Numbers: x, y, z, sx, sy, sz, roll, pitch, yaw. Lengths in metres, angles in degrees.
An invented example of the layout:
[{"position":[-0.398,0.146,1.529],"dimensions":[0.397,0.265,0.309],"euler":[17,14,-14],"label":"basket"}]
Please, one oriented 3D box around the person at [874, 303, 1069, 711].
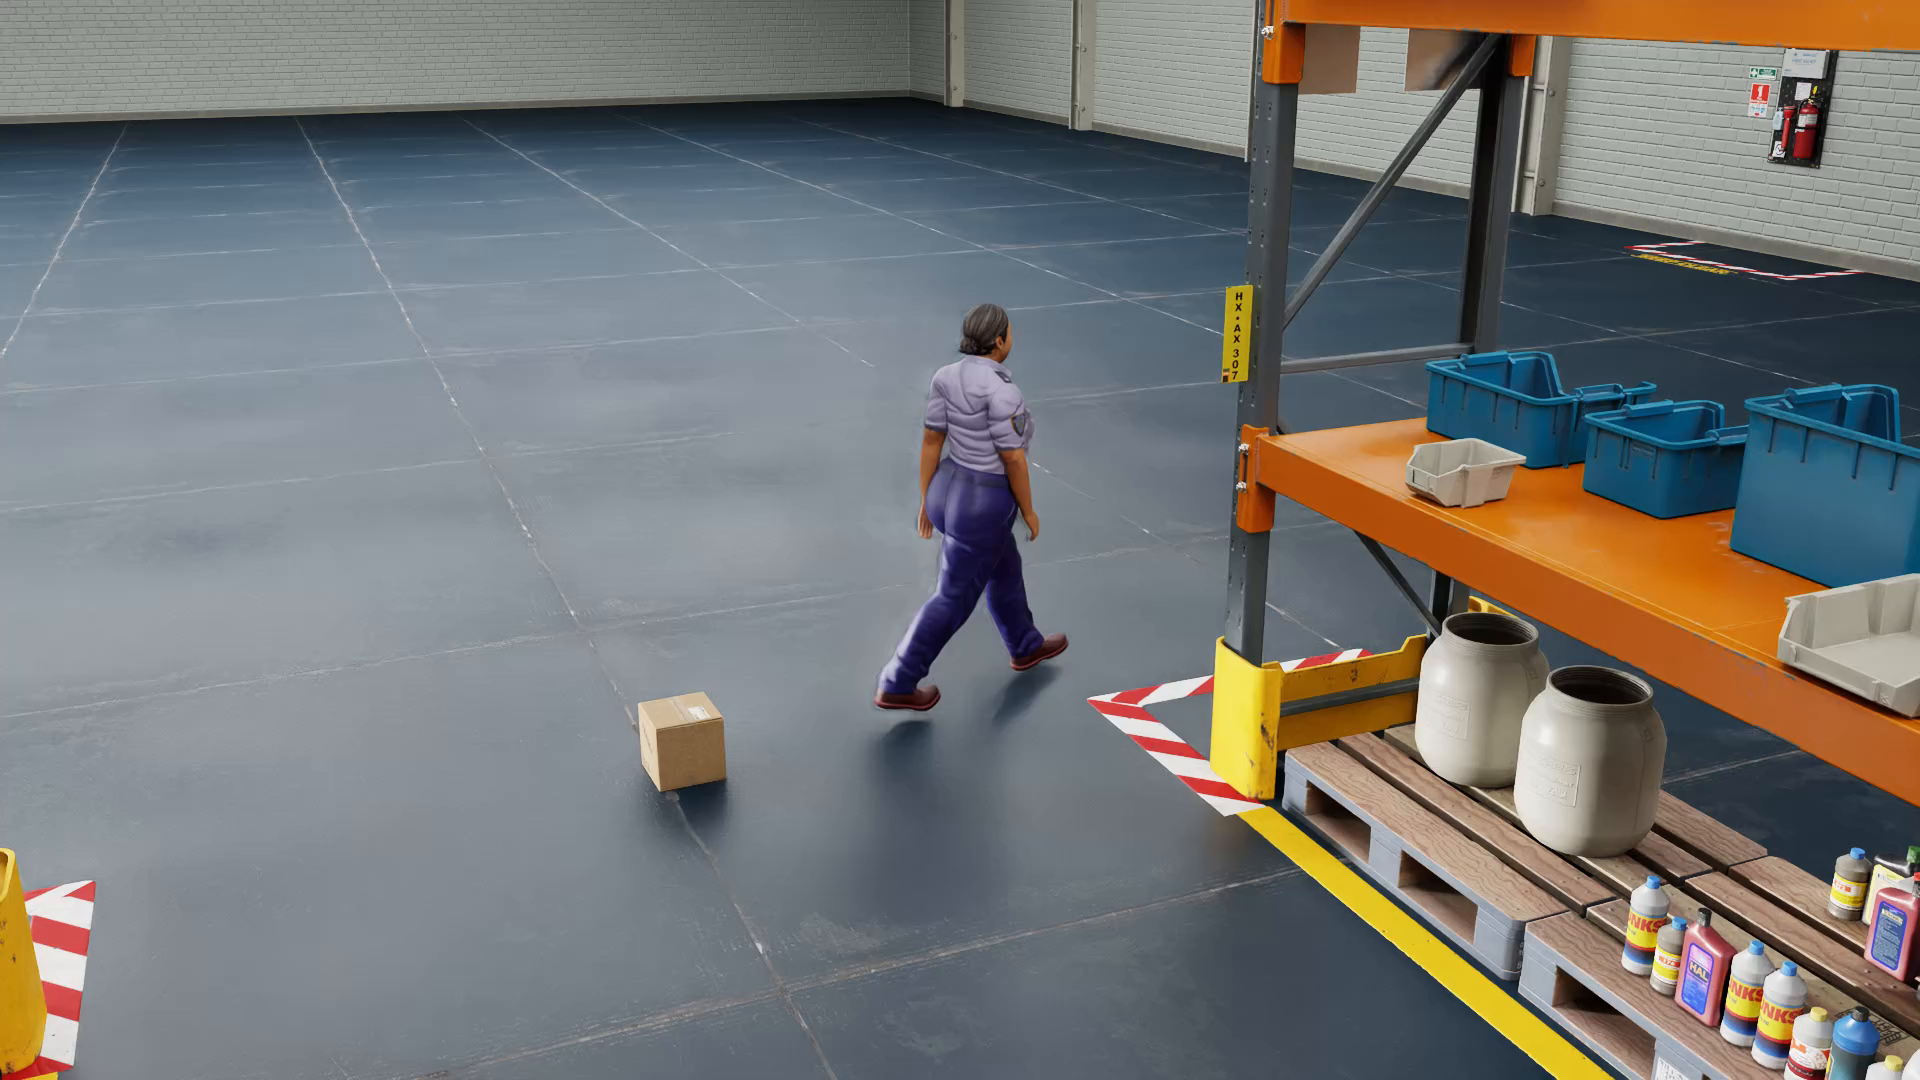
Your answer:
[{"position":[0.079,-0.134,6.517],"dimensions":[1.048,1.575,0.474],"euler":[-11,22,-30],"label":"person"}]
